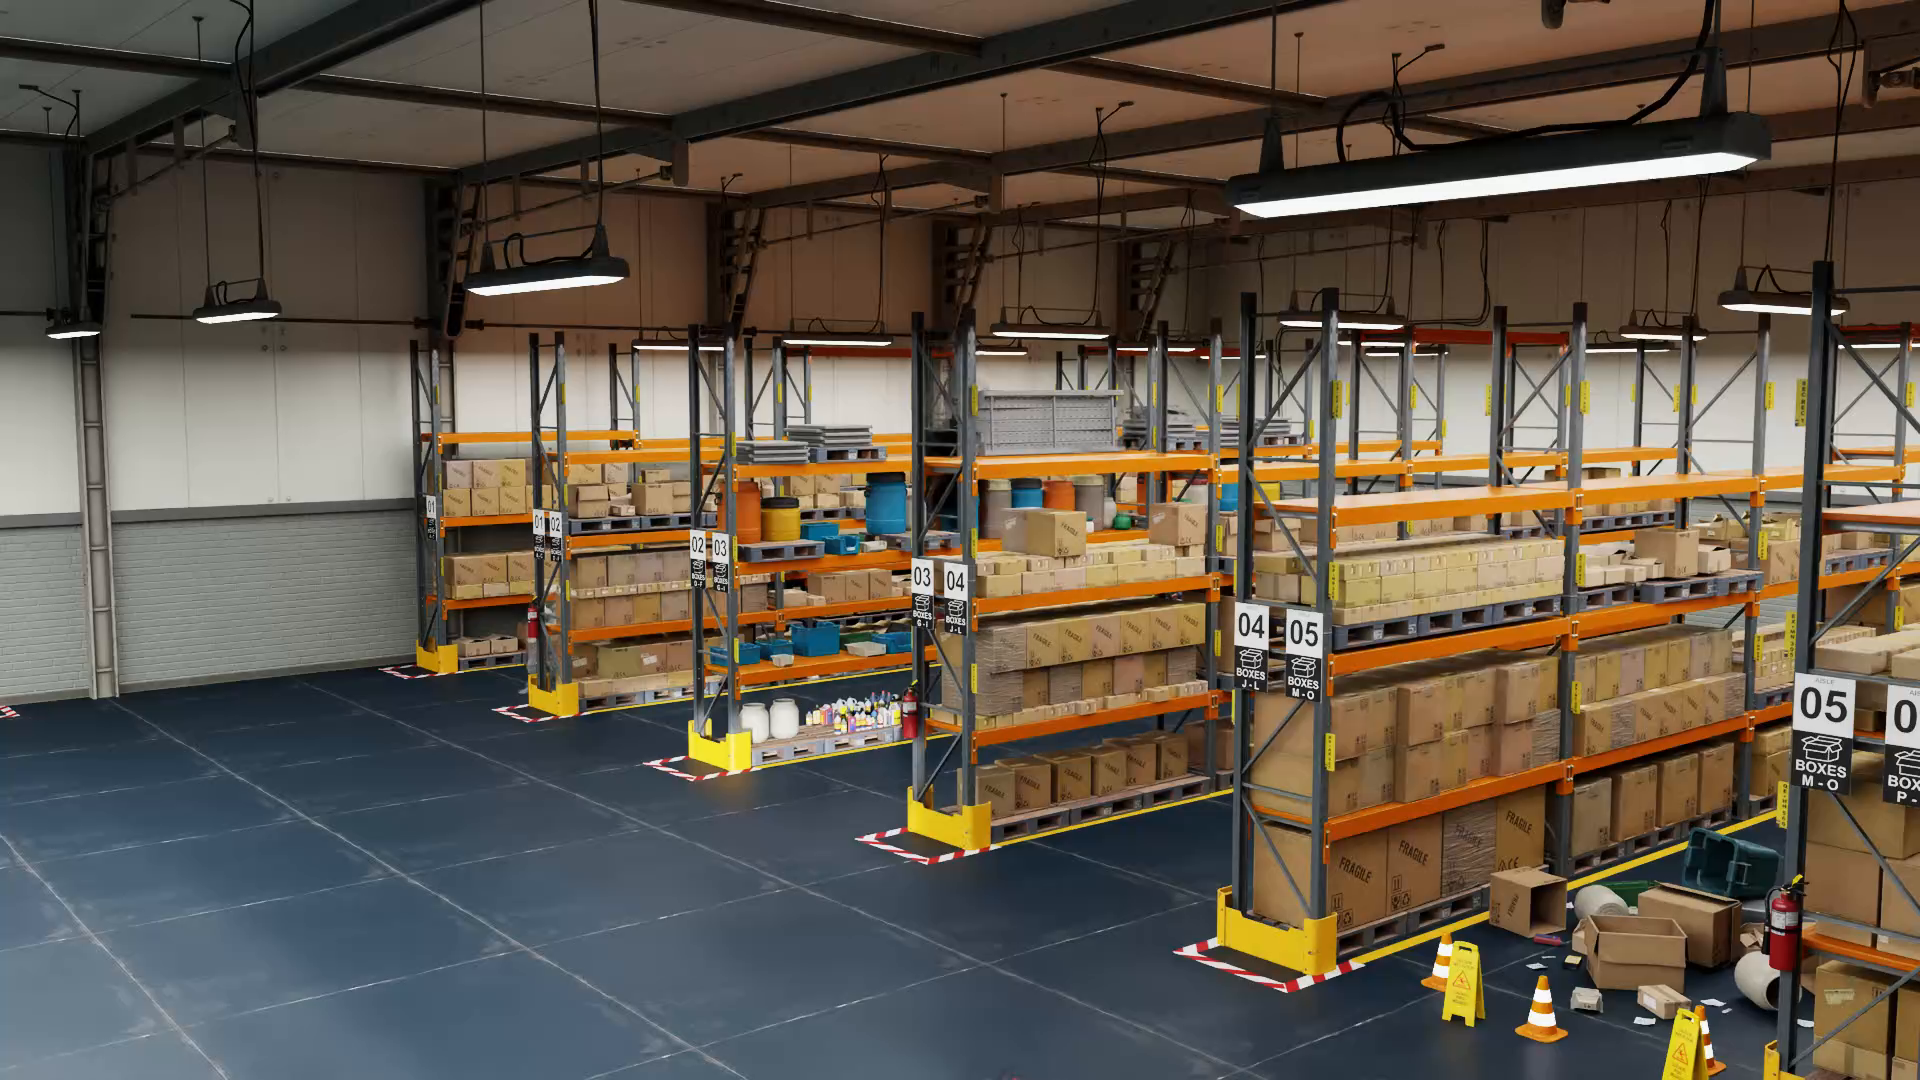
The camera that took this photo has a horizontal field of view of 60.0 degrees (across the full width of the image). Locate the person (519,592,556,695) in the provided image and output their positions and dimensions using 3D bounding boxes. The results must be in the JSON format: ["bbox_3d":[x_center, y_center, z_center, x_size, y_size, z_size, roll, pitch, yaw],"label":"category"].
[{"bbox_3d":[-7.071,1.713,28.107,0.687,1.760,0.824,4,7,36],"label":"person"}]
